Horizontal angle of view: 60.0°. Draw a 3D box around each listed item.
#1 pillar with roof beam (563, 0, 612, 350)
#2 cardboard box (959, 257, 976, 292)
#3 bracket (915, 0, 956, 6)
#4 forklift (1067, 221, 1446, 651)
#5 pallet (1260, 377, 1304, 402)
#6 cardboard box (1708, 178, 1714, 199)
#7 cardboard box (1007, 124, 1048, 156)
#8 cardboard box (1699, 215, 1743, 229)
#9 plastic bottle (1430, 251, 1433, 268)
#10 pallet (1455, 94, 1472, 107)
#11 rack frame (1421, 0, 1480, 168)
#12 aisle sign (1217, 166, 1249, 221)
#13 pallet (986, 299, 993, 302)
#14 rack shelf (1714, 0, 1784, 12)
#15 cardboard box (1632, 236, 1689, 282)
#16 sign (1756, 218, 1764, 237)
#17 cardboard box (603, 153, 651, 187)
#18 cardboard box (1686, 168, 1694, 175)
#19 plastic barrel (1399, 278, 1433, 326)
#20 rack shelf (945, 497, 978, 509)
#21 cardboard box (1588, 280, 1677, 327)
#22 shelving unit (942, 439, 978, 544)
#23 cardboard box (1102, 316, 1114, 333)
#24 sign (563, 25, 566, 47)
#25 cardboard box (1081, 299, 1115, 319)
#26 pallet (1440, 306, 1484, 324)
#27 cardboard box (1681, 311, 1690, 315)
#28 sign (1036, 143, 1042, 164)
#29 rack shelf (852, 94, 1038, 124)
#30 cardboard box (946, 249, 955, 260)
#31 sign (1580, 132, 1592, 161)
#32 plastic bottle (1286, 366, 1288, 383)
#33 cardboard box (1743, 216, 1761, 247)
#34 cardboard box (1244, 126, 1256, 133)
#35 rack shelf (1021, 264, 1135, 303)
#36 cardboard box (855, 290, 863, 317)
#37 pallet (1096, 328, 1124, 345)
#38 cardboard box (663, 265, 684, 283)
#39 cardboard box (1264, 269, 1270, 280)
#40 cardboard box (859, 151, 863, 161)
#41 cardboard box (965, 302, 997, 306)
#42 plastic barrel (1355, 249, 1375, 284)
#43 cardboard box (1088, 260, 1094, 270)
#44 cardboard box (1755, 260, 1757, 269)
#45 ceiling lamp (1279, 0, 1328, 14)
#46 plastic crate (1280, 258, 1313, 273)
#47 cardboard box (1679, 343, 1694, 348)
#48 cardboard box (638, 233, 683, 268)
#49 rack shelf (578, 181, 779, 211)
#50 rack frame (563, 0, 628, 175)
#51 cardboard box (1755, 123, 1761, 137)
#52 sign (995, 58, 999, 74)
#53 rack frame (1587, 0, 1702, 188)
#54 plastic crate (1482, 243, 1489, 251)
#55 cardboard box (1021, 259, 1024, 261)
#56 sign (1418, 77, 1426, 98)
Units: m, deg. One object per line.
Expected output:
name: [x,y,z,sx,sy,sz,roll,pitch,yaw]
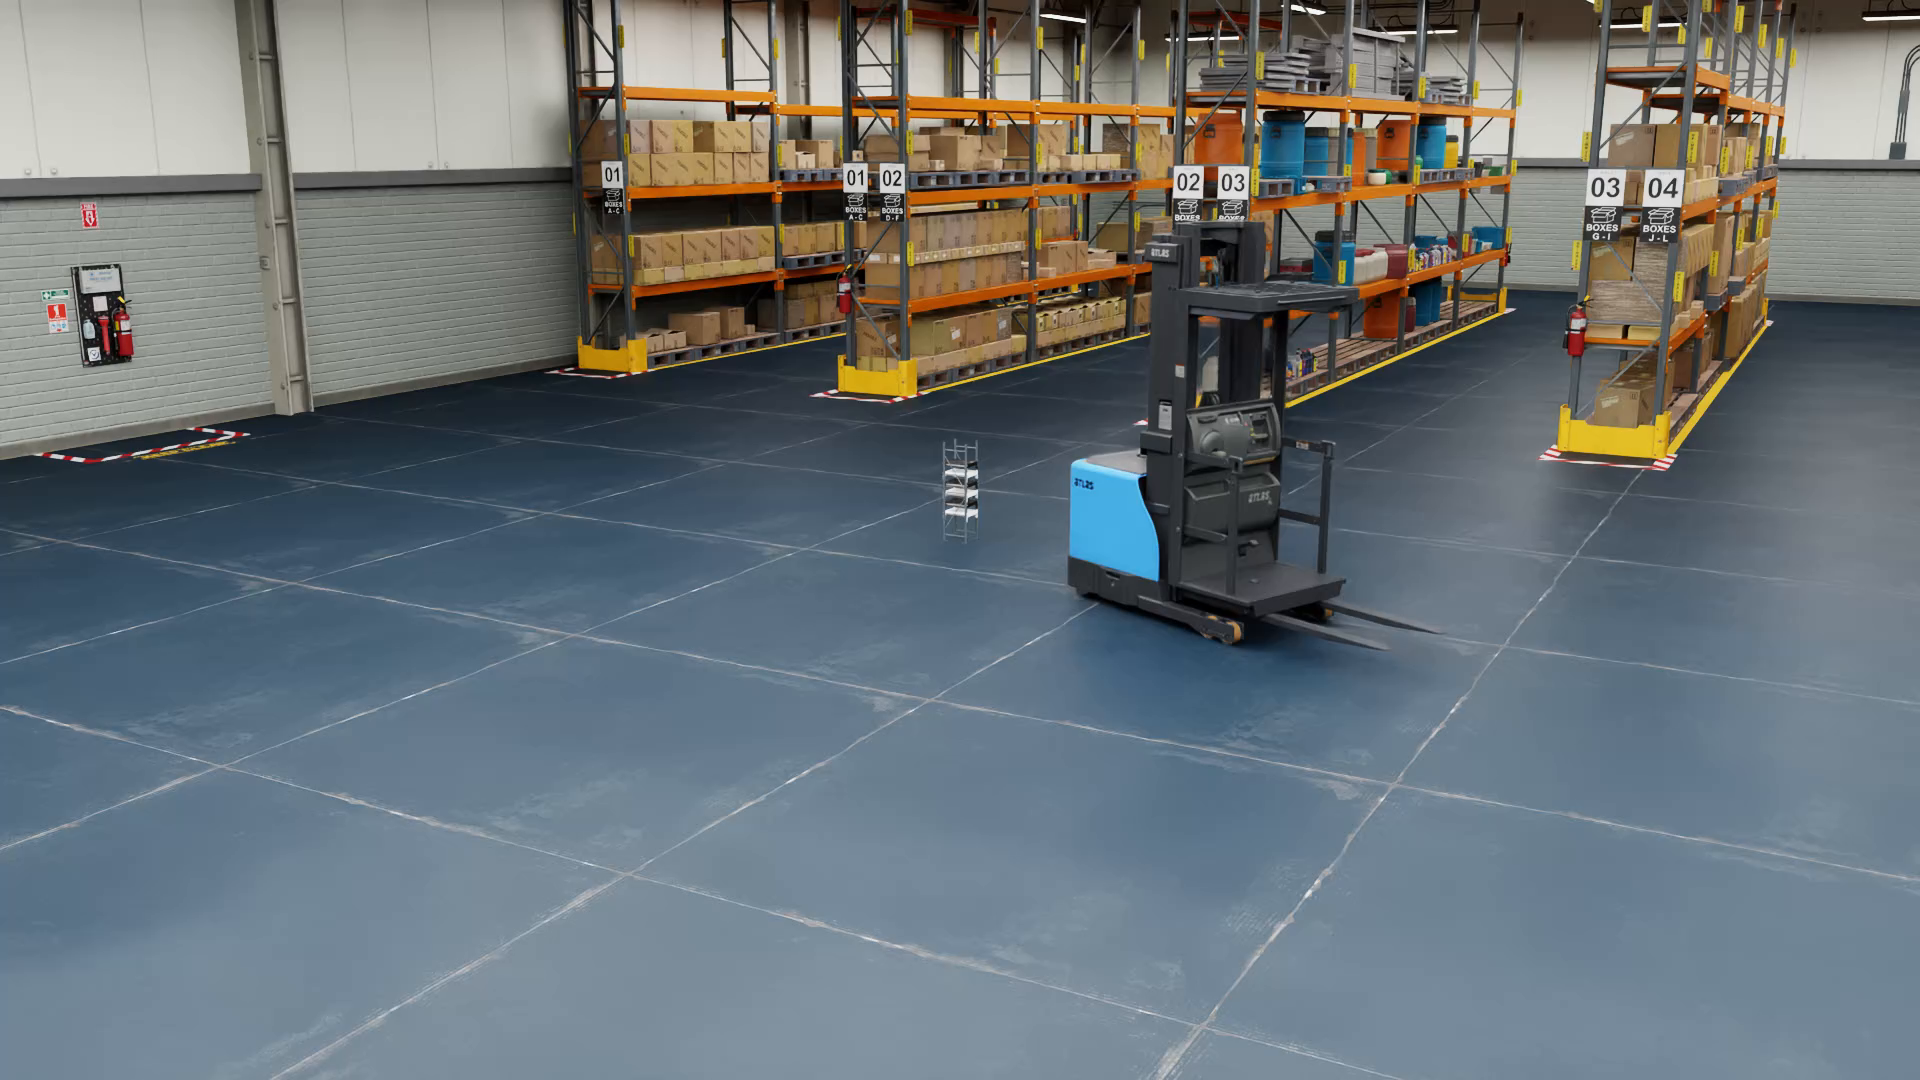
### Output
pillar with roof beam: [-2.159,-6.810,24.081,9.100,9.000,0.400,7,15,28]
cardboard box: [-0.188,-4.040,25.179,0.700,0.500,0.500,8,16,30]
bracket: [-1.270,-10.852,33.168,0.076,0.066,4.783,7,15,28]
forklift: [2.158,-0.805,12.119,1.130,2.935,3.031,-10,17,-37]
pallet: [4.147,-2.098,23.286,1.003,0.211,1.213,7,15,28]
cardboard box: [9.180,-4.433,20.942,0.500,0.250,0.500,8,16,29]
cardboard box: [1.096,-6.476,26.920,0.500,0.500,0.500,8,15,29]
cardboard box: [12.370,-5.054,27.242,0.797,0.503,0.637,8,16,30]
plastic bottle: [8.388,-4.999,29.618,0.061,0.283,0.133,7,15,28]
pallet: [8.592,-7.936,30.009,1.003,0.211,1.213,7,15,28]
rack frame: [8.965,-8.396,30.659,1.000,3.000,0.127,7,15,28]
aisle sign: [3.385,-4.233,20.646,0.394,0.787,0.004,7,15,28]
pallet: [-0.015,-5.079,35.652,1.003,0.211,1.213,7,15,28]
rack shelf: [12.334,-8.690,26.324,1.077,0.370,4.000,7,15,28]
cardboard box: [8.004,-3.218,18.998,0.500,0.500,0.500,7,15,28]
sign: [13.780,-5.383,28.661,0.100,0.325,0.005,7,15,28]
cardboard box: [-5.128,-5.697,25.607,0.500,0.500,0.500,8,16,30]
cardboard box: [8.253,-4.222,19.213,0.380,0.149,0.250,8,16,30]
plastic barrel: [8.344,-4.408,30.501,0.600,0.901,0.708,7,15,28]
rack shelf: [0.004,-0.319,14.964,0.258,0.077,0.200,7,15,28]
cardboard box: [7.789,-2.759,19.230,0.875,0.500,0.500,7,15,28]
shelving unit: [0.004,-0.439,14.935,0.258,0.900,0.210,7,15,28]
cardboard box: [2.410,-3.846,29.559,0.500,0.250,0.500,7,15,27]
sign: [-5.985,-7.654,25.252,0.100,0.325,0.005,7,15,28]
cardboard box: [2.414,-4.118,29.489,0.500,0.311,0.500,7,15,27]
pallet: [9.875,-4.530,33.375,1.003,0.211,1.213,7,15,28]
cardboard box: [8.848,-2.771,20.665,0.380,0.149,0.250,7,15,28]
sign: [1.250,-6.086,26.204,0.100,0.325,0.005,7,15,28]
rack shelf: [-0.204,-6.362,24.611,1.077,0.370,4.000,7,15,28]
cardboard box: [-0.295,-4.211,24.505,0.380,0.149,0.250,7,15,26]
sign: [7.023,-4.412,18.644,0.100,0.325,0.005,7,15,28]
plastic bottle: [4.527,-2.332,23.191,0.097,0.271,0.097,0,14,0]
cardboard box: [13.756,-5.424,29.216,0.500,0.500,0.500,7,15,28]
cardboard box: [5.866,-8.540,35.310,0.700,0.500,0.500,7,15,28]
rack shelf: [1.730,-4.461,28.671,1.077,0.370,4.000,7,15,28]
cardboard box: [-2.295,-4.534,31.834,0.700,0.500,0.500,7,15,28]
pallet: [2.265,-3.701,29.933,1.003,0.211,1.213,7,15,28]
cardboard box: [-4.757,-4.249,26.535,0.500,0.250,0.500,7,15,26]
cardboard box: [6.517,-5.721,36.760,0.500,0.500,0.500,7,15,28]
cardboard box: [-2.191,-7.176,31.743,0.500,0.500,0.500,7,15,28]
cardboard box: [0.265,-3.572,26.822,0.500,0.500,0.500,7,15,28]
plastic barrel: [6.316,-4.315,26.241,0.433,0.535,0.433,0,14,0]
cardboard box: [2.129,-4.831,29.206,0.380,0.149,0.250,9,16,32]
cardboard box: [13.862,-4.873,29.382,0.380,0.149,0.250,7,15,26]
ceiling lamp: [6.591,-11.317,30.322,0.800,3.185,2.000,7,15,28]
plastic crate: [5.064,-4.003,25.102,0.402,0.464,0.583,7,15,28]
cardboard box: [9.996,-2.495,23.377,0.700,0.500,0.500,7,15,28]
cardboard box: [-4.767,-4.605,26.414,0.500,0.500,0.500,7,15,28]
rack shelf: [-4.542,-5.659,27.240,1.077,0.370,4.000,7,15,28]
rack frame: [-5.509,-7.056,25.102,1.000,3.000,0.127,7,15,28]
cardboard box: [14.249,-7.450,30.212,0.500,0.250,0.500,7,15,26]
sign: [0.773,-9.952,34.951,0.100,0.325,0.005,7,15,28]
rack frame: [7.499,-5.373,18.119,1.000,3.000,0.127,7,15,28]
plastic crate: [10.510,-5.955,33.771,0.396,0.136,0.243,7,15,28]
cardboard box: [1.249,-6.360,38.067,0.380,0.149,0.250,8,15,29]
sign: [7.516,-7.357,27.040,0.100,0.325,0.005,7,15,28]
